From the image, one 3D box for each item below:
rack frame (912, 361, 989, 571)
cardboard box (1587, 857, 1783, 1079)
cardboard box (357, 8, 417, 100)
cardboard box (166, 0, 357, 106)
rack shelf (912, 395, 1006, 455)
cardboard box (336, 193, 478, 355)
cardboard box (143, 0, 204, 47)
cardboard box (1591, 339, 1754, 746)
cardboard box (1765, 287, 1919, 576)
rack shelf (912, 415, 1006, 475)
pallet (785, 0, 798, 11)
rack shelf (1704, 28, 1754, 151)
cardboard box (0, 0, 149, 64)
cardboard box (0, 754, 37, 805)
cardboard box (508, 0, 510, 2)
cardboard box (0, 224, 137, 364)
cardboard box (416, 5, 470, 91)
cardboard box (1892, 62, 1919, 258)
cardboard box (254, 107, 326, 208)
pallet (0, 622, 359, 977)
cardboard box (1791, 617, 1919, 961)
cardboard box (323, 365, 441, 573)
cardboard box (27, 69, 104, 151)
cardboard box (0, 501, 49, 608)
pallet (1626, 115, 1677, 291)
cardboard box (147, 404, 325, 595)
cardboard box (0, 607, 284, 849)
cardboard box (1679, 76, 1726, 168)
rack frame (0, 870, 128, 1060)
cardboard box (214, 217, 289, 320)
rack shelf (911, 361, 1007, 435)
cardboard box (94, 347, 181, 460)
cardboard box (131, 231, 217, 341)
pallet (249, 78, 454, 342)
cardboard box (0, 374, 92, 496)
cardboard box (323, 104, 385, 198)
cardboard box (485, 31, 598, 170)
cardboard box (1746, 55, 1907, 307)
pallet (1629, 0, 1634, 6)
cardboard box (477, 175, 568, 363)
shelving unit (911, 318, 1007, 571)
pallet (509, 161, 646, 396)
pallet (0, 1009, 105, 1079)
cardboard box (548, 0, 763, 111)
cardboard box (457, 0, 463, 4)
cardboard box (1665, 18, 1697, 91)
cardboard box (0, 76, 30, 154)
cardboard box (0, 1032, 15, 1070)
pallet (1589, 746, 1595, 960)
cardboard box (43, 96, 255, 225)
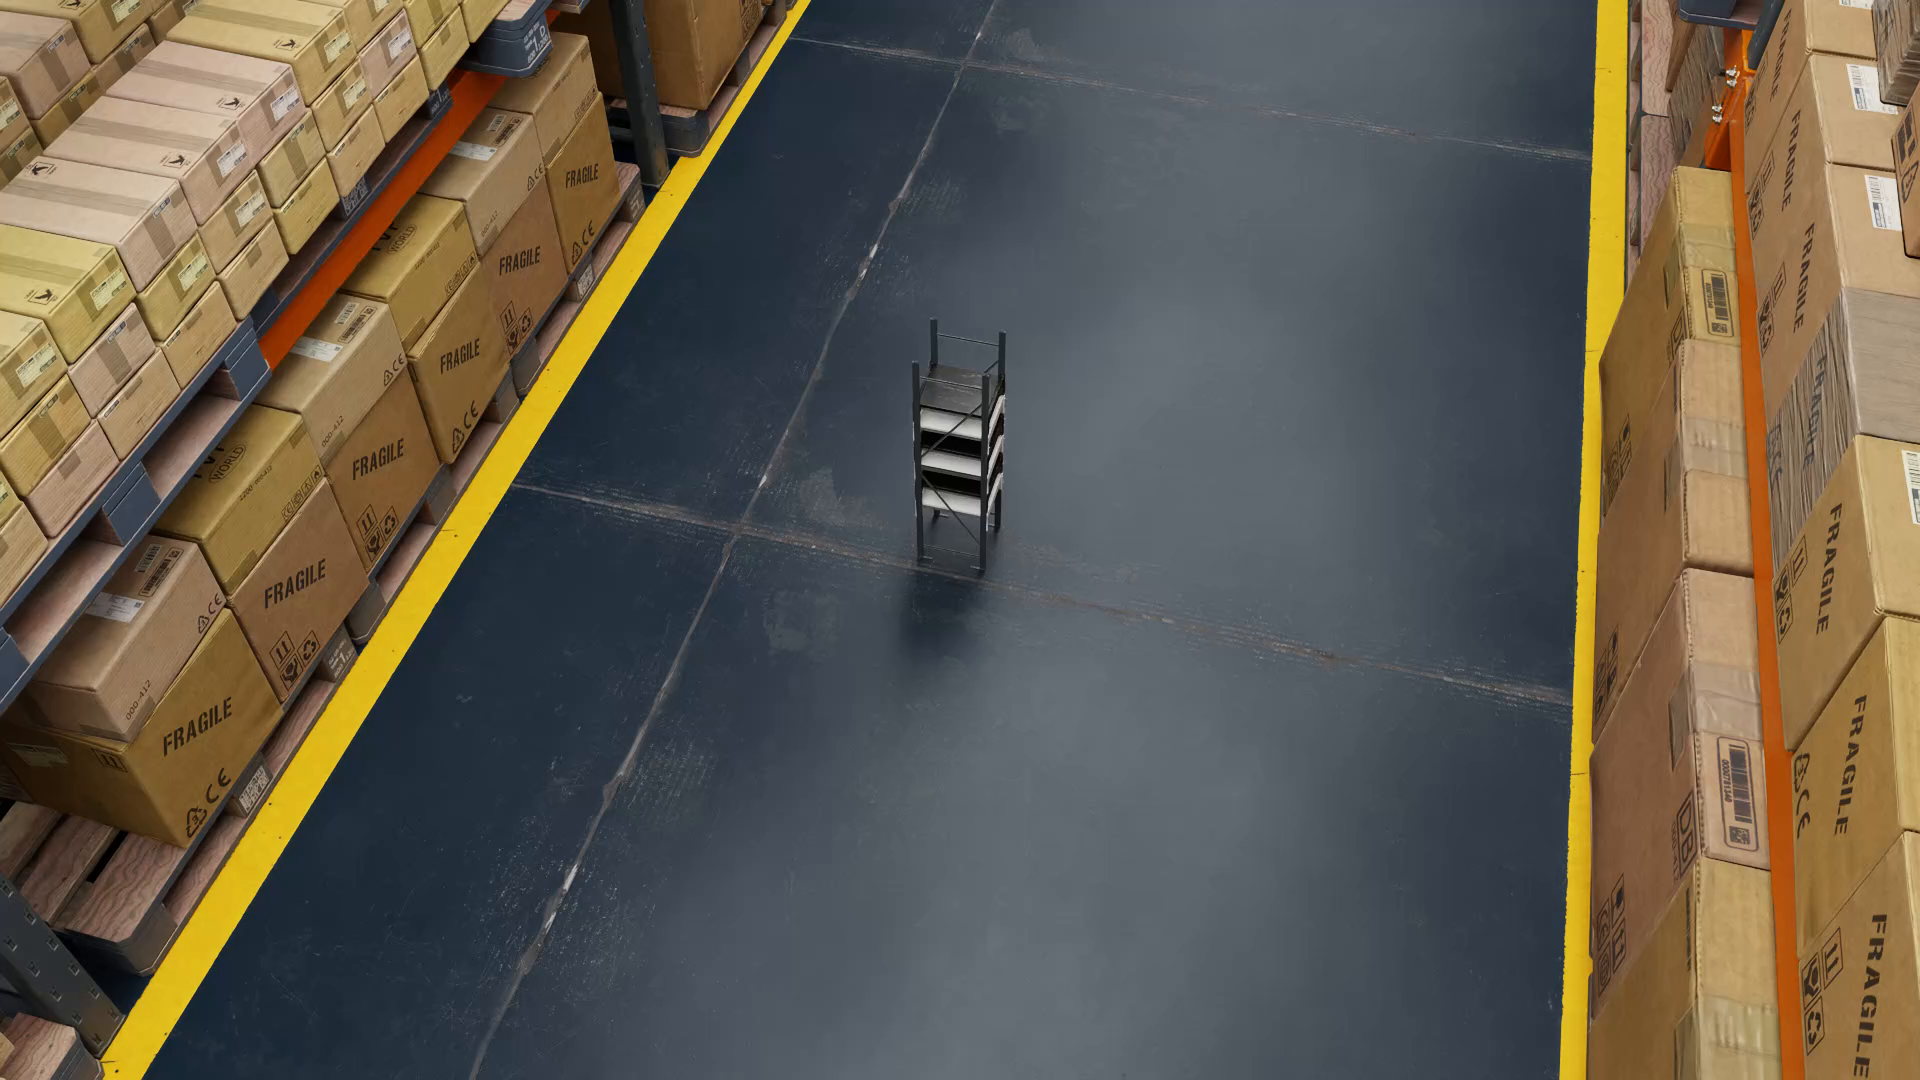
[{"bbox_3d":[-0.029,-0.218,5.343,0.240,0.900,0.006,12,50,10],"label":"rack frame"},{"bbox_3d":[2.114,1.421,3.632,1.225,0.875,0.875,12,50,10],"label":"cardboard box"},{"bbox_3d":[-1.769,-1.395,4.669,0.380,0.149,0.250,13,50,11],"label":"cardboard box"},{"bbox_3d":[-1.840,-1.306,4.393,0.380,0.149,0.250,13,50,11],"label":"cardboard box"},{"bbox_3d":[-0.002,-0.389,5.297,0.258,0.077,0.200,12,50,10],"label":"rack shelf"},{"bbox_3d":[-1.940,-0.903,5.433,0.500,0.250,0.500,13,50,11],"label":"cardboard box"},{"bbox_3d":[-2.400,-1.534,4.792,0.380,0.149,0.250,11,50,10],"label":"cardboard box"},{"bbox_3d":[2.573,0.133,4.769,1.225,0.875,0.875,12,50,10],"label":"cardboard box"},{"bbox_3d":[2.228,-0.198,3.858,0.500,0.500,0.500,12,50,10],"label":"cardboard box"},{"bbox_3d":[-0.002,-0.329,5.365,0.258,0.077,0.200,12,50,10],"label":"rack shelf"},{"bbox_3d":[-1.138,-3.133,8.375,1.003,0.211,1.213,12,50,10],"label":"pallet"},{"bbox_3d":[3.544,-2.778,6.681,1.077,0.370,4.000,12,50,10],"label":"rack shelf"},{"bbox_3d":[-2.463,-1.447,4.517,0.380,0.149,0.250,11,49,10],"label":"cardboard box"},{"bbox_3d":[-2.842,0.375,4.805,0.500,0.500,0.500,11,49,9],"label":"cardboard box"},{"bbox_3d":[-1.562,-1.864,5.282,0.380,0.149,0.250,12,50,11],"label":"cardboard box"},{"bbox_3d":[-2.109,-0.562,3.736,0.380,0.149,0.250,12,50,10],"label":"cardboard box"},{"bbox_3d":[-1.700,-1.489,4.951,0.380,0.149,0.250,10,49,8],"label":"cardboard box"},{"bbox_3d":[2.635,-0.938,3.841,0.797,0.503,0.637,13,50,11],"label":"cardboard box"},{"bbox_3d":[-1.906,-1.026,4.344,0.380,0.149,0.250,11,49,9],"label":"cardboard box"},{"bbox_3d":[-2.591,0.631,5.052,1.003,0.211,1.213,12,50,10],"label":"pallet"},{"bbox_3d":[1.961,0.542,3.204,0.500,0.500,0.500,13,50,11],"label":"cardboard box"},{"bbox_3d":[-2.081,-0.286,5.389,0.500,0.500,0.500,12,50,11],"label":"cardboard box"},{"bbox_3d":[-2.536,-1.163,4.465,0.380,0.149,0.250,12,50,10],"label":"cardboard box"},{"bbox_3d":[-2.247,0.022,3.617,0.380,0.149,0.250,9,49,8],"label":"cardboard box"},{"bbox_3d":[3.224,-1.211,6.678,1.003,0.211,1.213,12,50,10],"label":"pallet"},{"bbox_3d":[-2.207,-0.156,4.774,0.500,0.250,0.500,13,50,11],"label":"cardboard box"},{"bbox_3d":[-2.344,0.478,4.714,0.500,0.500,0.500,13,50,11],"label":"cardboard box"},{"bbox_3d":[3.174,-1.376,6.338,0.700,0.500,0.500,9,49,8],"label":"cardboard box"},{"bbox_3d":[-2.794,0.272,3.509,1.000,3.000,0.127,12,50,10],"label":"rack frame"},{"bbox_3d":[-1.976,-0.725,4.277,0.380,0.149,0.250,10,49,8],"label":"cardboard box"},{"bbox_3d":[-0.002,-0.449,5.230,0.258,0.077,0.200,12,50,10],"label":"rack shelf"},{"bbox_3d":[-2.110,-0.360,3.954,0.380,0.149,0.250,12,50,10],"label":"cardboard box"},{"bbox_3d":[-2.045,-0.639,4.002,0.380,0.149,0.250,10,49,8],"label":"cardboard box"},{"bbox_3d":[-2.223,-1.118,4.864,1.003,0.211,1.213,12,50,10],"label":"pallet"},{"bbox_3d":[-2.180,-0.264,3.672,0.380,0.149,0.250,11,49,9],"label":"cardboard box"},{"bbox_3d":[-1.839,-1.105,4.612,0.380,0.149,0.250,10,49,8],"label":"cardboard box"},{"bbox_3d":[-1.668,-1.635,6.079,0.500,0.250,0.500,11,49,9],"label":"cardboard box"},{"bbox_3d":[2.493,-0.931,4.504,0.500,0.500,0.500,10,49,9],"label":"cardboard box"},{"bbox_3d":[3.867,-2.976,8.236,1.003,0.211,1.213,12,50,10],"label":"pallet"},{"bbox_3d":[-1.803,-1.031,6.046,0.500,0.500,0.500,13,50,12],"label":"cardboard box"},{"bbox_3d":[-0.002,-0.292,5.407,0.258,0.900,0.210,12,50,10],"label":"shelving unit"},{"bbox_3d":[-1.948,-1.133,6.610,1.003,0.211,1.213,12,50,10],"label":"pallet"},{"bbox_3d":[-2.937,1.688,4.120,1.003,0.211,1.213,12,50,10],"label":"pallet"},{"bbox_3d":[-1.494,-2.438,7.122,1.050,0.750,0.750,11,49,10],"label":"cardboard box"},{"bbox_3d":[-1.634,-1.763,4.994,0.380,0.149,0.250,12,50,10],"label":"cardboard box"},{"bbox_3d":[3.451,-2.191,7.057,0.700,0.500,0.500,15,50,13],"label":"cardboard box"},{"bbox_3d":[-2.600,-1.057,4.173,0.380,0.149,0.250,10,49,9],"label":"cardboard box"},{"bbox_3d":[-2.570,1.269,4.053,0.380,0.149,0.250,12,50,11],"label":"cardboard box"},{"bbox_3d":[2.414,0.789,4.913,1.003,0.211,1.213,12,50,10],"label":"pallet"},{"bbox_3d":[-1.974,-0.928,4.059,0.380,0.149,0.250,11,50,10],"label":"cardboard box"}]
